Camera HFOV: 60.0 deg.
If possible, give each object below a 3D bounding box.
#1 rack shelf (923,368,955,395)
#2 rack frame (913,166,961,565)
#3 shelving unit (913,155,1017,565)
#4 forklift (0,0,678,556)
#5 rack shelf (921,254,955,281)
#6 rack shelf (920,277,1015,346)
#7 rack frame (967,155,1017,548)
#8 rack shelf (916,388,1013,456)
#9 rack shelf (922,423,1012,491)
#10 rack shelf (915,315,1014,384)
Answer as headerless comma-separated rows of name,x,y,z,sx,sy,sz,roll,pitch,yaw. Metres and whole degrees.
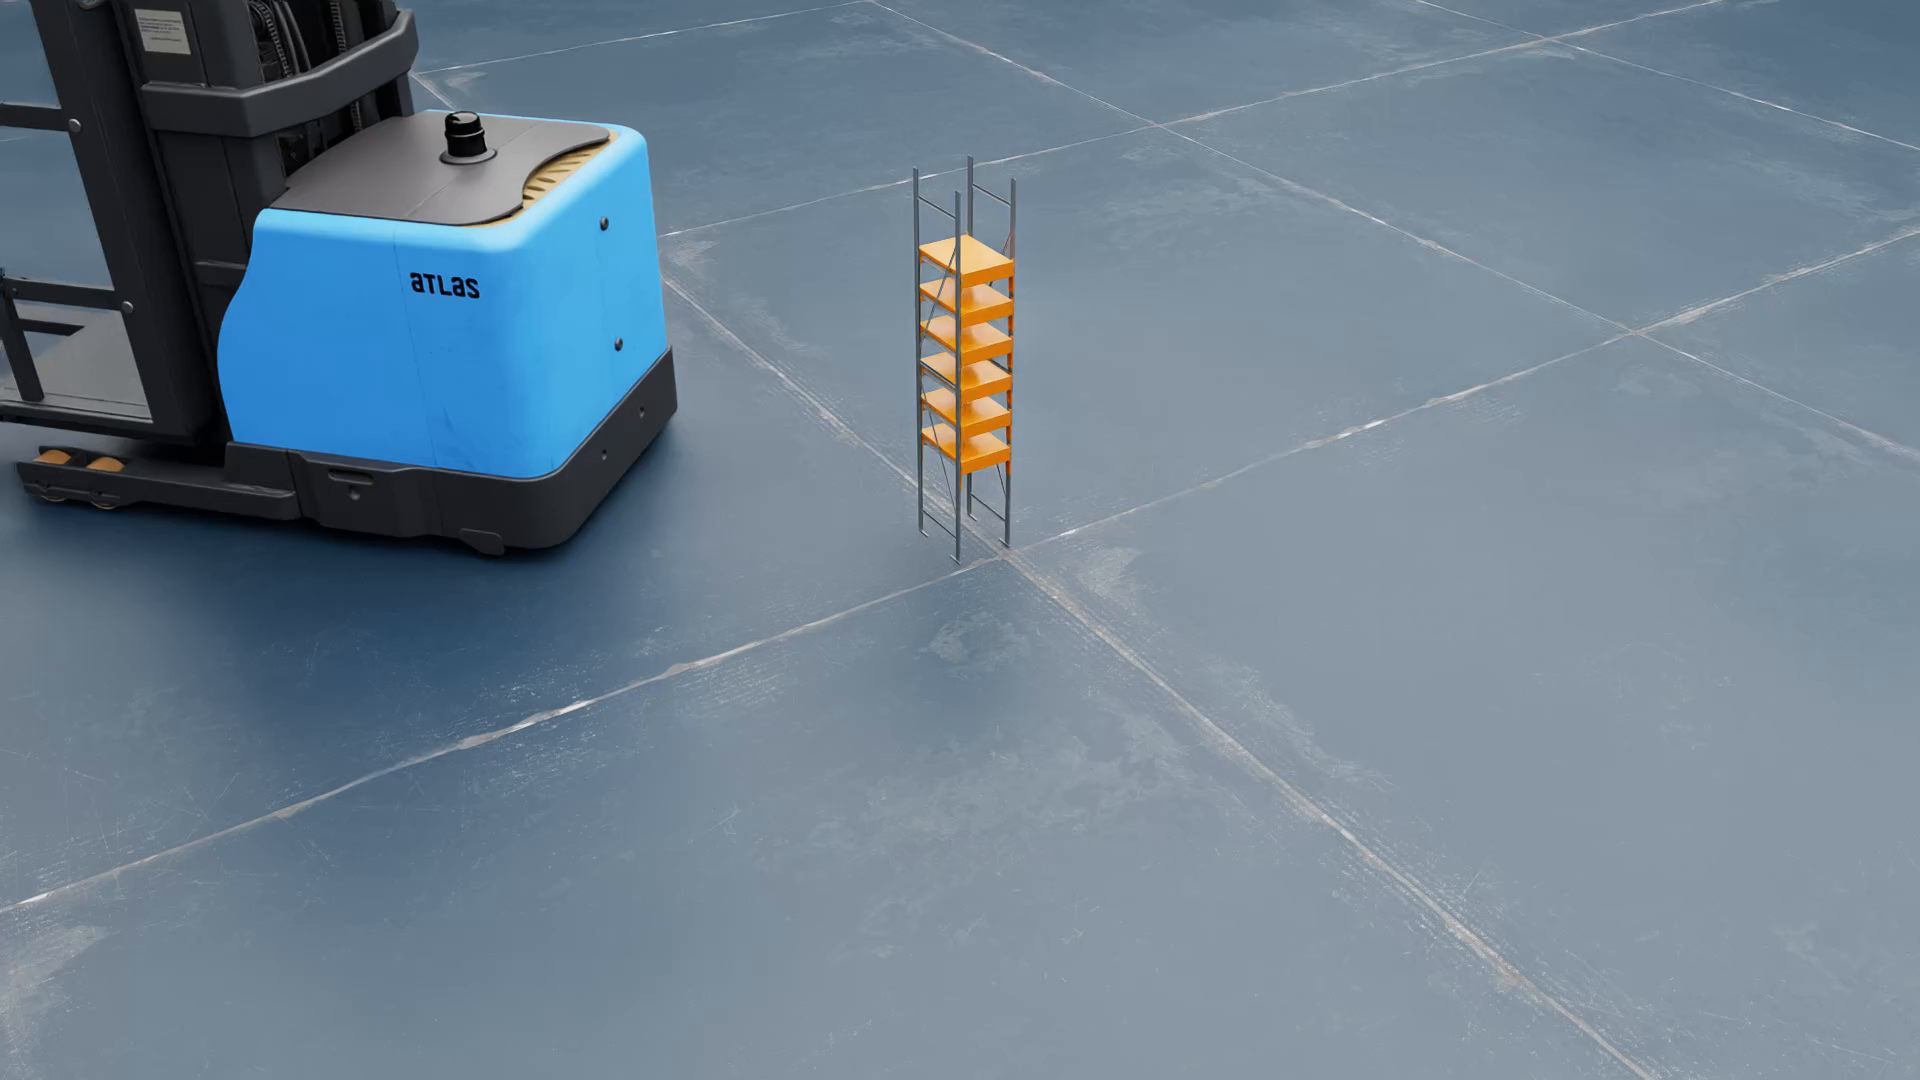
rack shelf,0.012,-0.491,4.950,0.166,0.020,0.199,-19,37,-27
rack frame,-0.065,-0.485,4.895,0.006,1.200,0.240,-19,37,-27
shelving unit,0.012,-0.512,4.937,0.189,1.200,0.258,-19,37,-27
forklift,-2.566,-1.566,5.069,3.031,2.843,1.129,7,33,12
rack shelf,0.012,-0.795,4.758,0.166,0.020,0.199,-19,37,-27
rack shelf,0.012,-0.677,4.832,0.180,0.103,0.258,-19,37,-27
rack frame,0.089,-0.538,4.978,0.006,1.200,0.240,-19,37,-27
rack shelf,0.012,-0.373,5.024,0.180,0.103,0.258,-19,37,-27
rack shelf,0.012,-0.271,5.088,0.180,0.103,0.258,-19,37,-27
rack shelf,0.012,-0.576,4.896,0.180,0.103,0.258,-19,37,-27
